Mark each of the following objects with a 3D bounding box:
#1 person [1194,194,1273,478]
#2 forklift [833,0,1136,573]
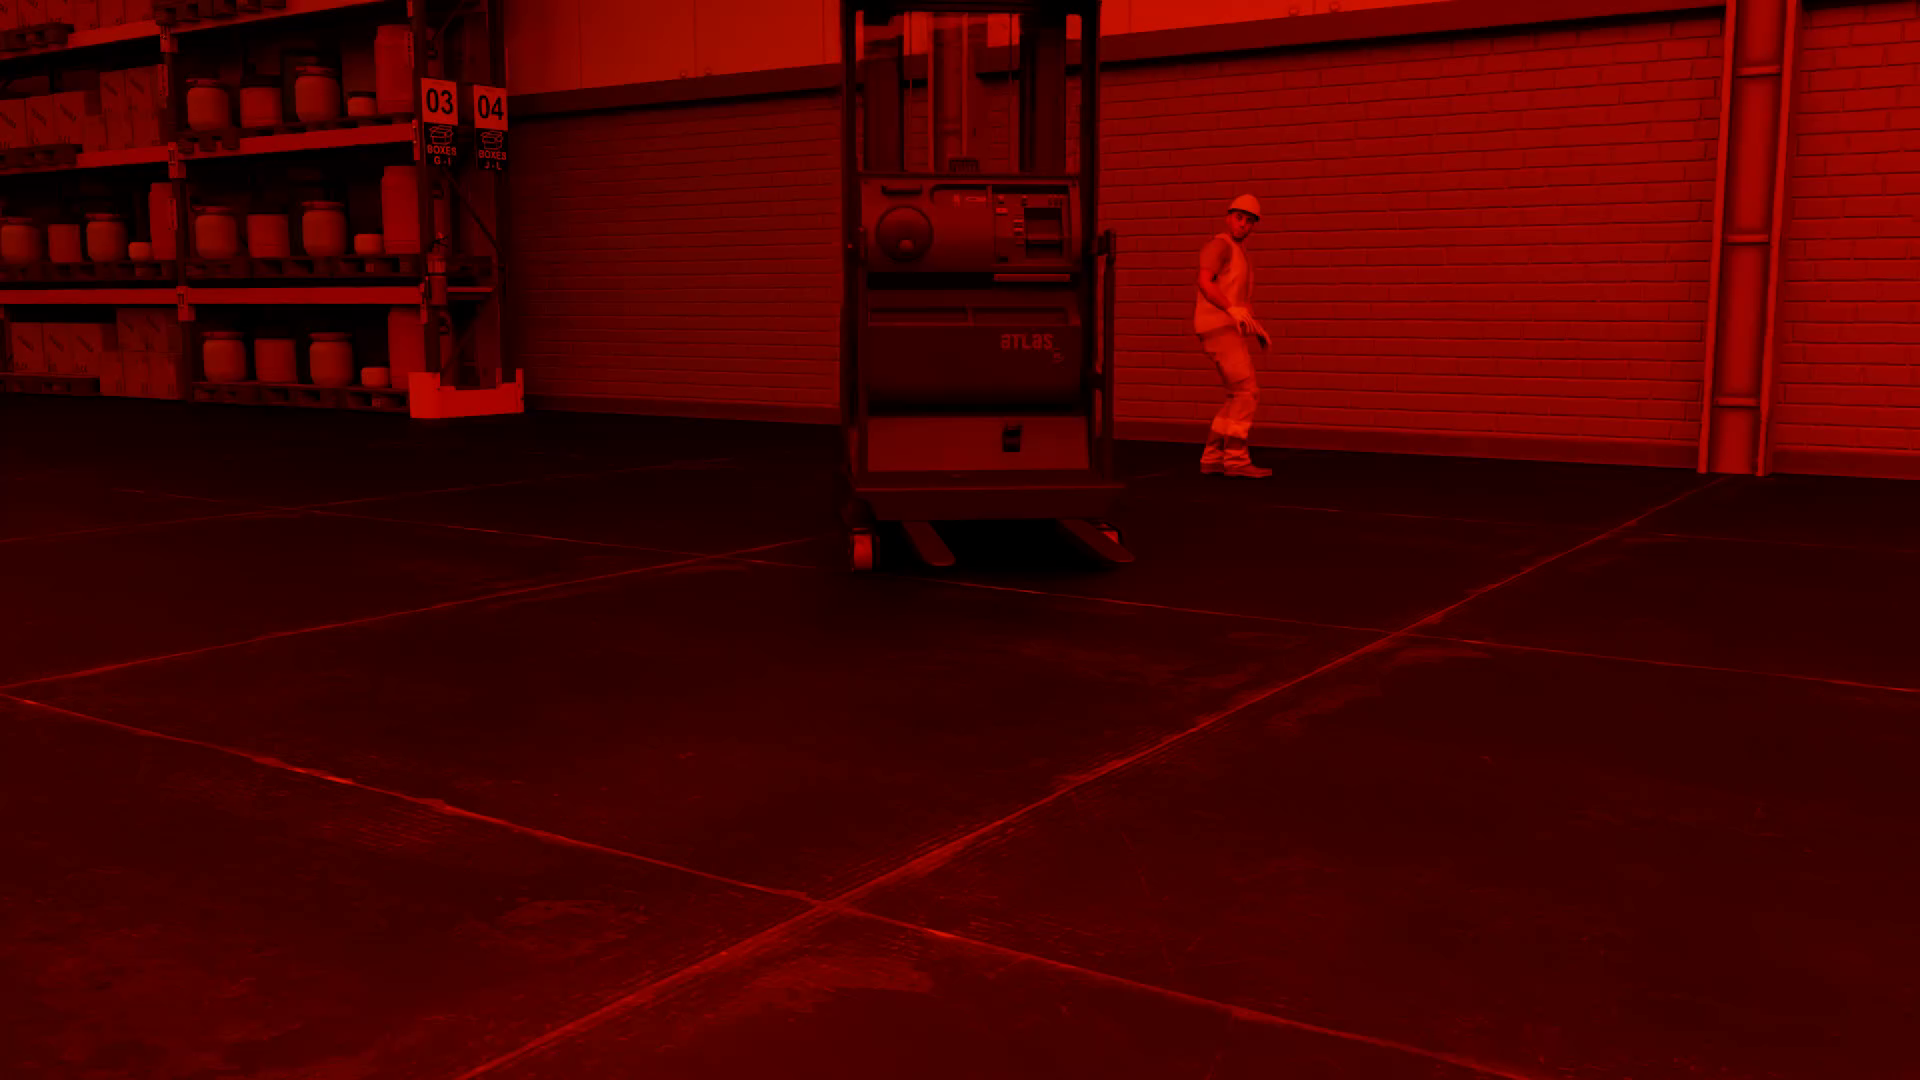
[{"bbox_3d":[1.728,-1.263,10.336,0.512,1.741,0.740,3,9,18],"label":"person"},{"bbox_3d":[0.073,-1.366,6.797,1.130,2.935,3.031,-1,8,-6],"label":"forklift"}]
